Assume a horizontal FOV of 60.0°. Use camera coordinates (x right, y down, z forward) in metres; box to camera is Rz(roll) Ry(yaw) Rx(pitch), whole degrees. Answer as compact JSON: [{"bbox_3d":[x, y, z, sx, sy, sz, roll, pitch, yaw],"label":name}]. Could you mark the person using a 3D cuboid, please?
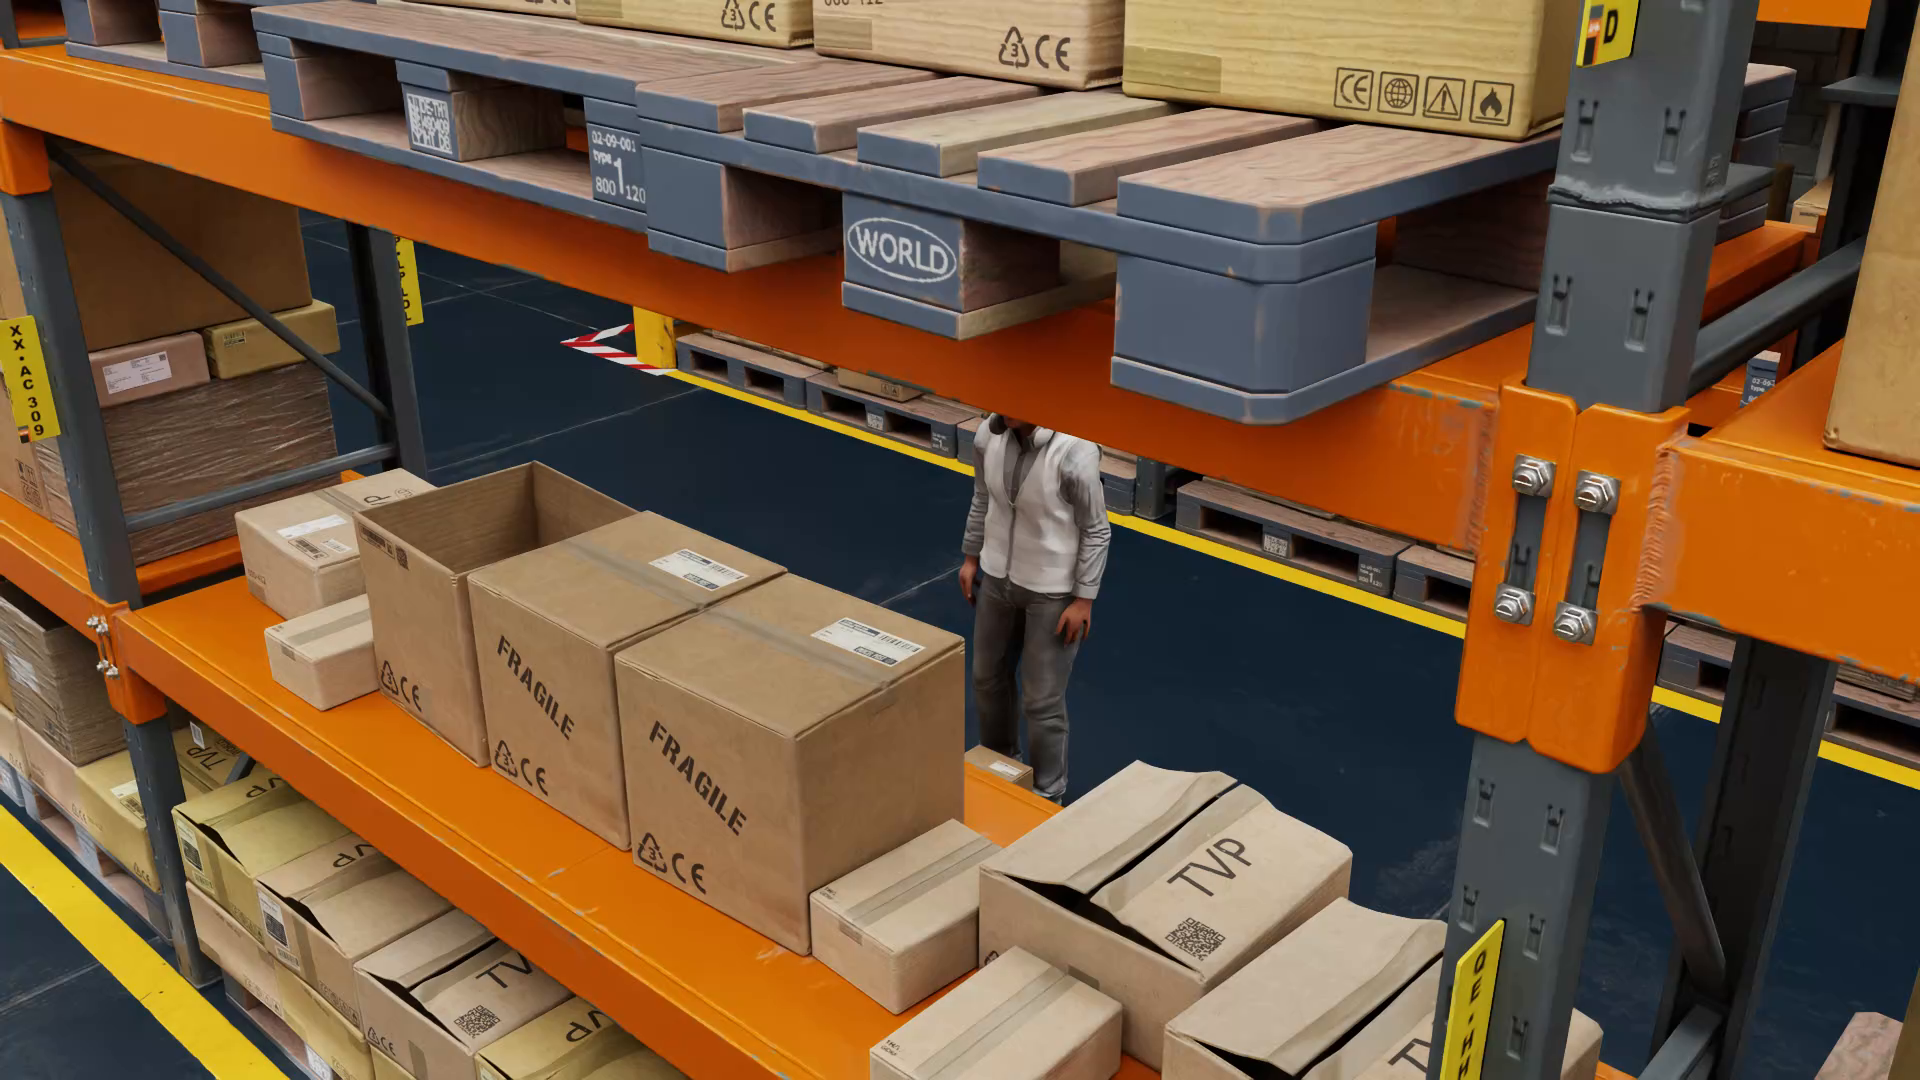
[{"bbox_3d":[0.245,0.141,5.747,0.581,1.772,0.463,20,31,38],"label":"person"}]
